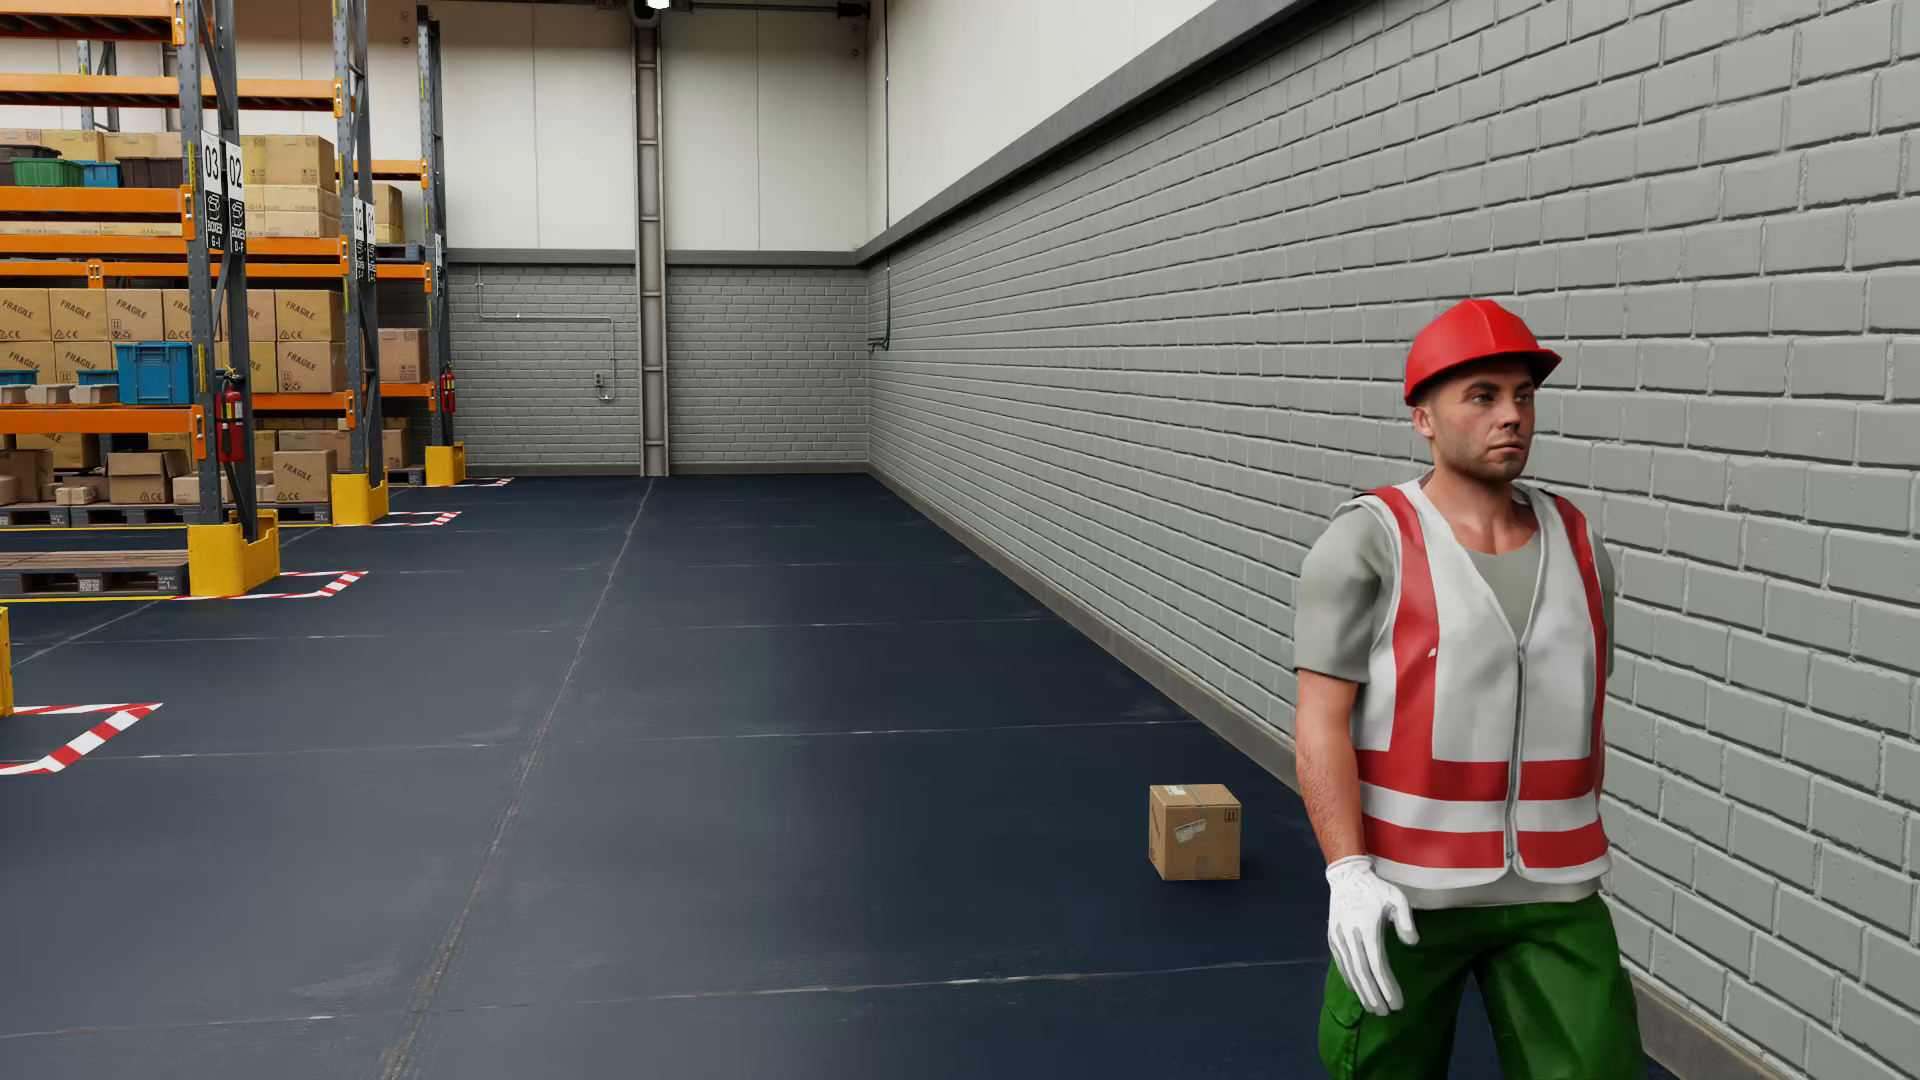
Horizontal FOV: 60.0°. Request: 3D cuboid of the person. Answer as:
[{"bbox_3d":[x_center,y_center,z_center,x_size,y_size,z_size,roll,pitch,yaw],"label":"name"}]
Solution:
[{"bbox_3d":[0.773,0.528,2.449,0.544,1.757,0.919,-1,6,-6],"label":"person"}]
